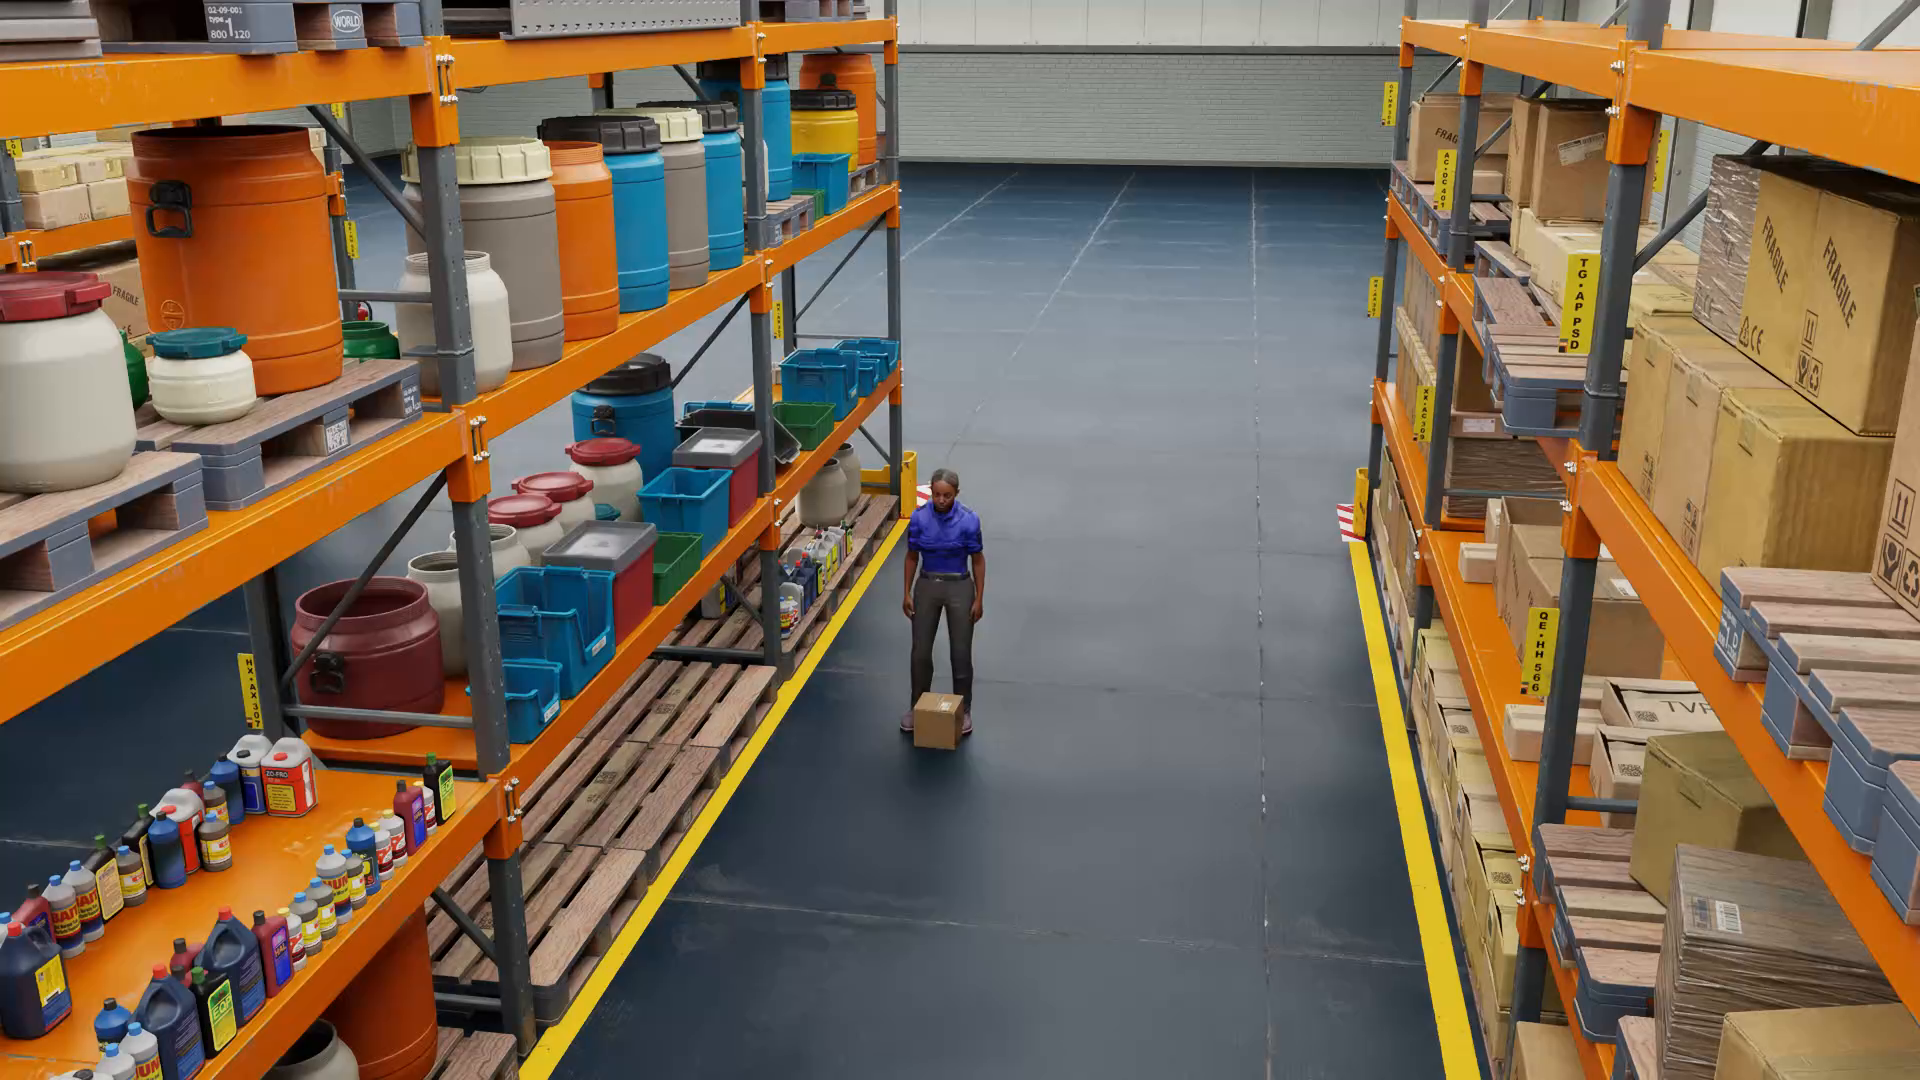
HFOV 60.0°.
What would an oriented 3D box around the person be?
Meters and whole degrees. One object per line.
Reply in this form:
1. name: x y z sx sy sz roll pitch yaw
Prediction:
1. person: -0.103 0.347 9.995 0.505 1.655 0.347 3 18 9
